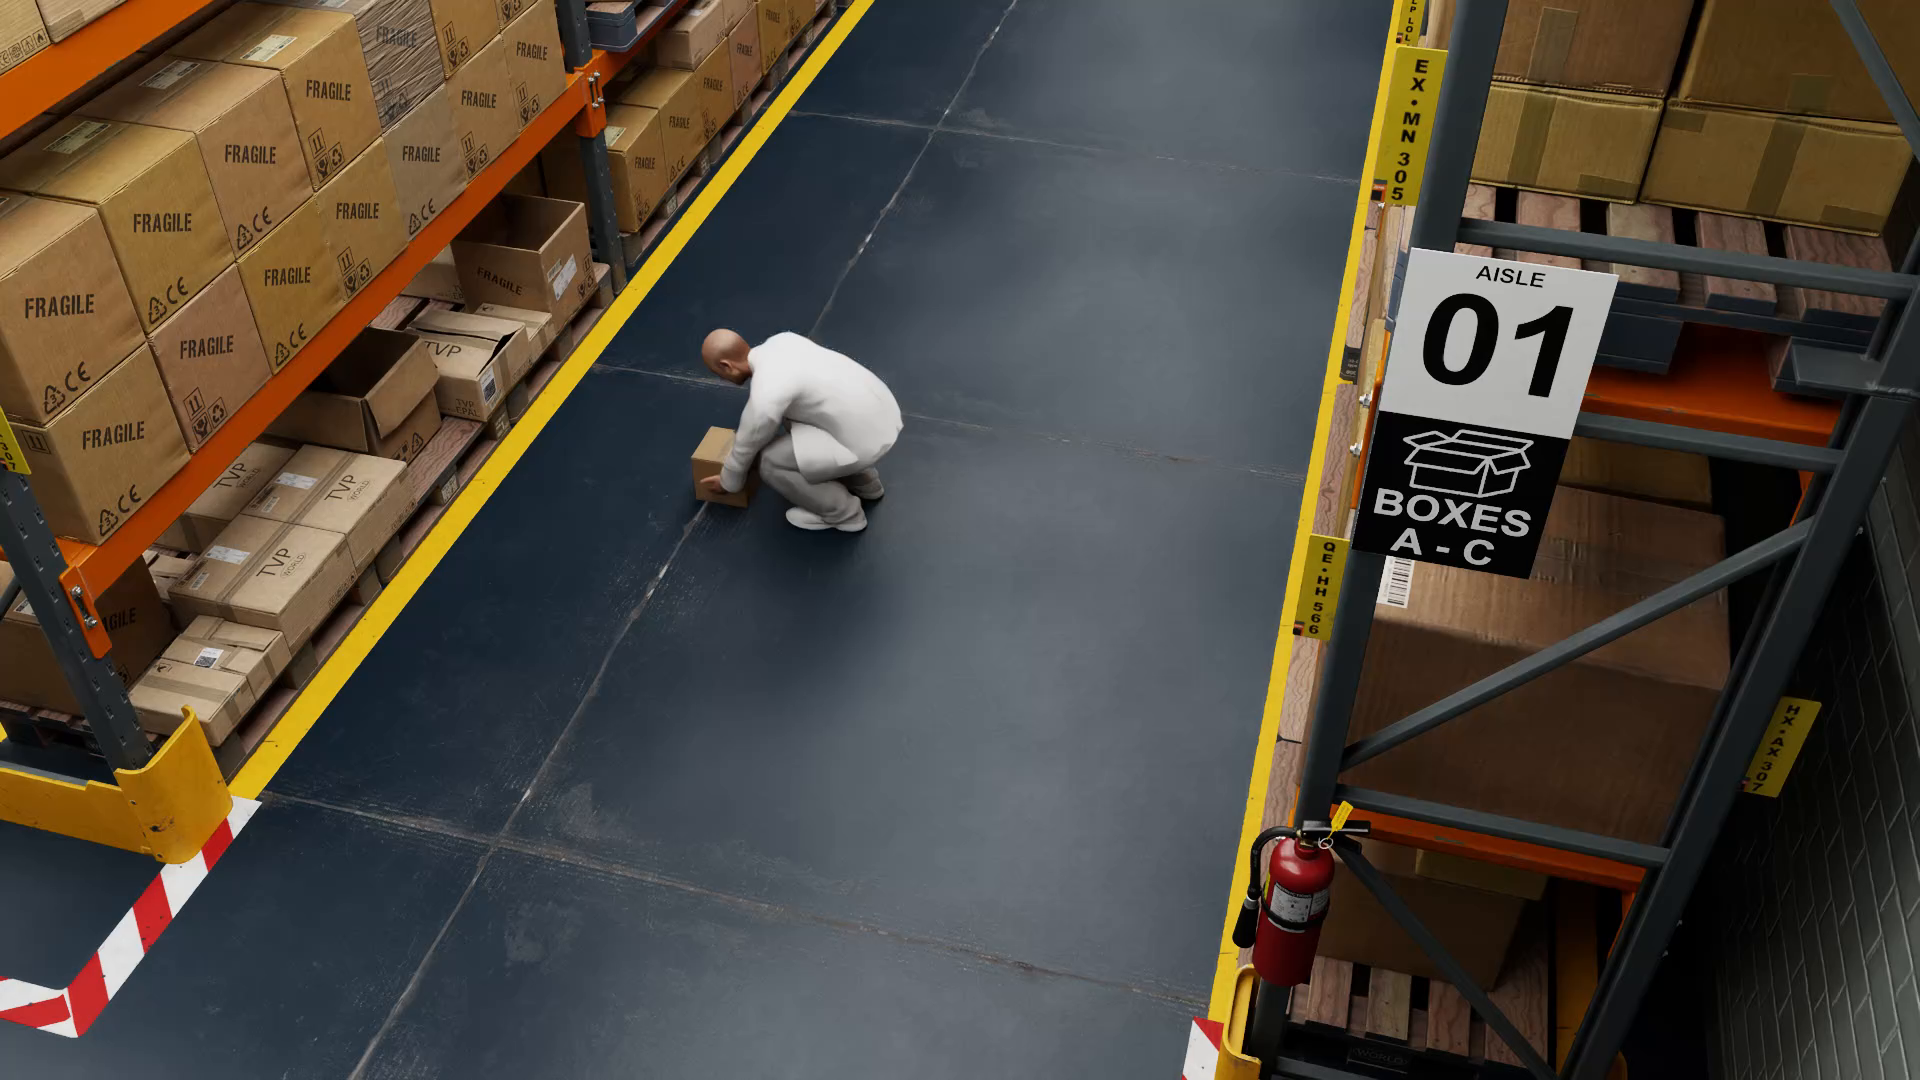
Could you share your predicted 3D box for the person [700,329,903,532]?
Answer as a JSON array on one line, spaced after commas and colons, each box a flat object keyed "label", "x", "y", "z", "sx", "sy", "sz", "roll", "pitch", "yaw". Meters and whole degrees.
[{"label": "person", "x": -0.712, "y": -0.513, "z": 7.445, "sx": 0.913, "sy": 0.904, "sz": 0.608, "roll": 10, "pitch": 41, "yaw": 11}]
